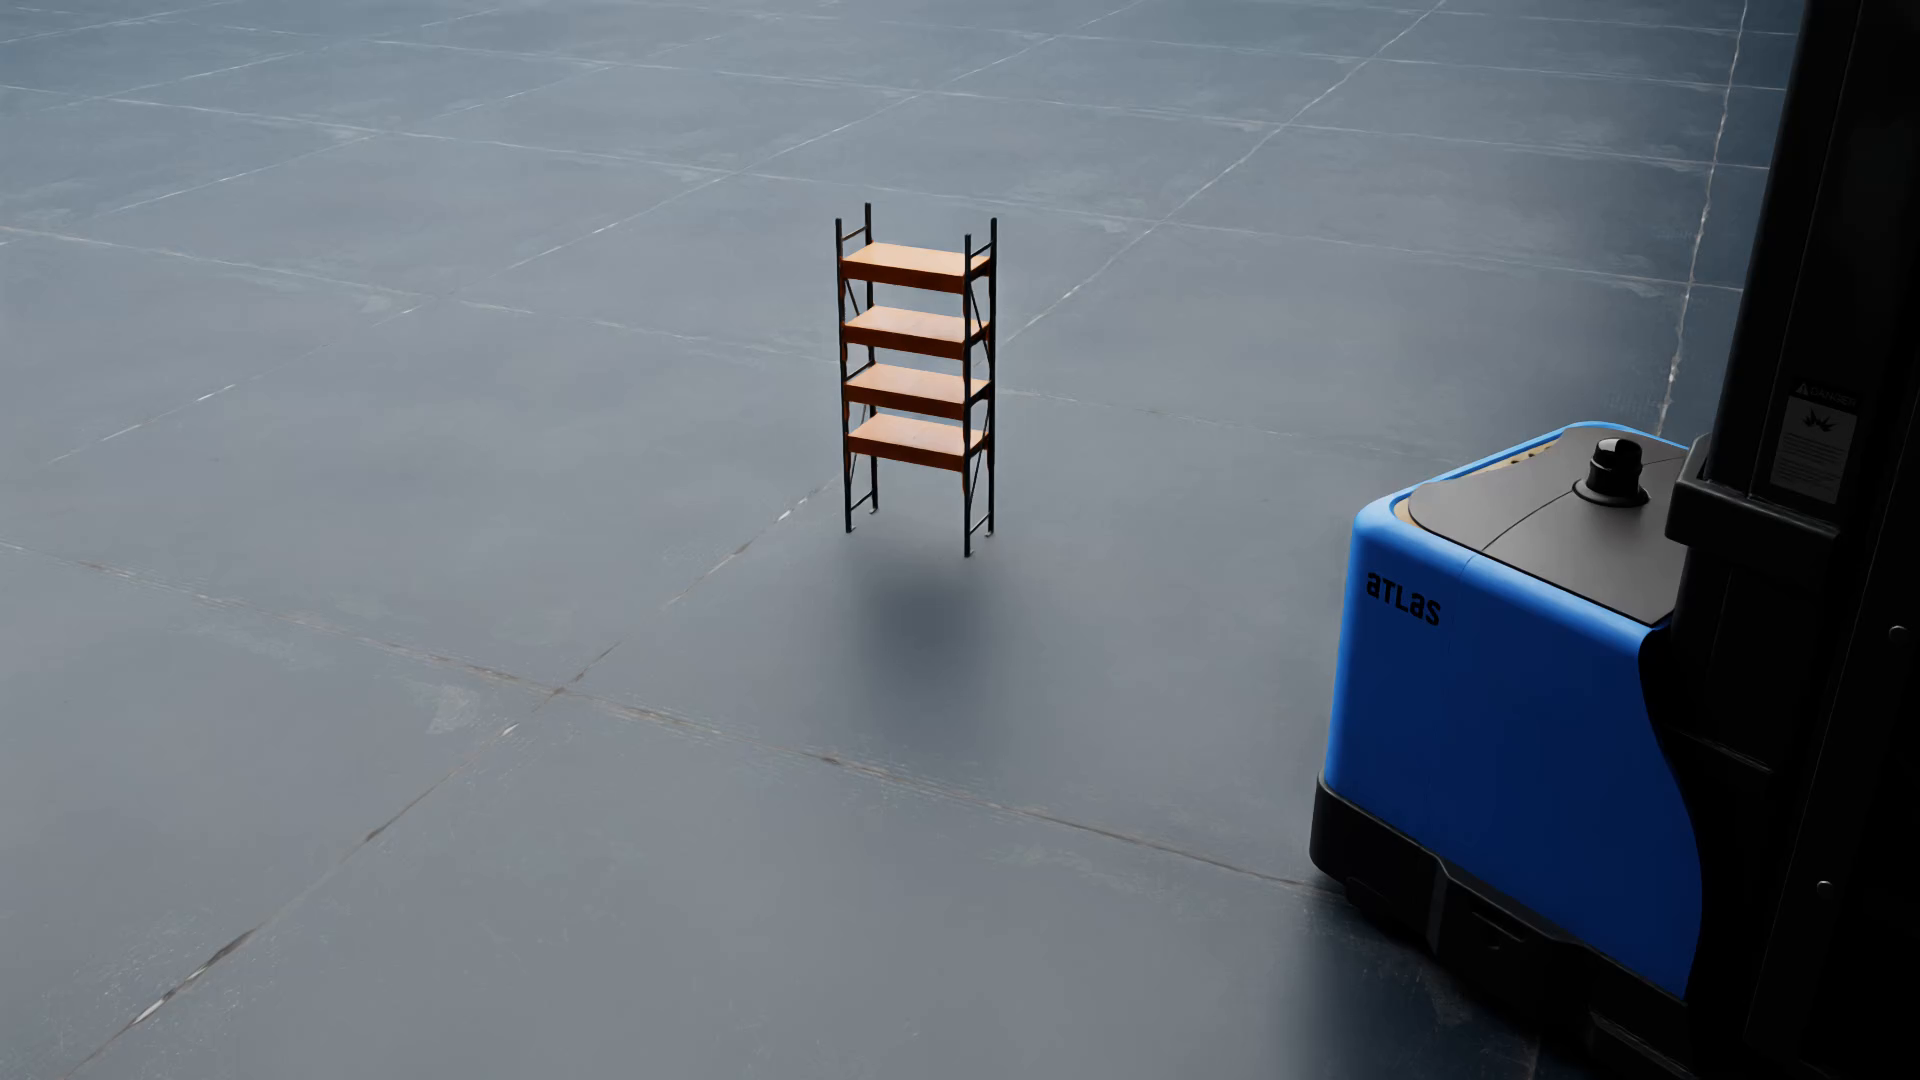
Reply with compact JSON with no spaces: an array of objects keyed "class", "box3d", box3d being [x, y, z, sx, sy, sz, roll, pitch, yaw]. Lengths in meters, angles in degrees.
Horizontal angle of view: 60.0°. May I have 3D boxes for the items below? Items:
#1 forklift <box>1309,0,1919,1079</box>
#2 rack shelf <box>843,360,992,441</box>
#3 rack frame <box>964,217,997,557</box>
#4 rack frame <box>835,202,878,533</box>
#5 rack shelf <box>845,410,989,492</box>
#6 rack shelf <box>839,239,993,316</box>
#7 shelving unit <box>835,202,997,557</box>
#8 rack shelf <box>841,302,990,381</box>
[{"class":"forklift","box3d":[2.208,-0.042,2.954,1.130,2.935,3.031,-19,32,-33]},{"class":"rack shelf","box3d":[-0.151,-0.508,6.013,0.480,0.148,0.258,11,28,22]},{"class":"rack frame","box3d":[0.071,-0.524,5.893,0.015,1.200,0.240,11,28,22]},{"class":"rack frame","box3d":[-0.373,-0.613,6.074,0.015,1.200,0.240,11,28,22]},{"class":"rack shelf","box3d":[-0.151,-0.330,6.101,0.480,0.148,0.258,11,28,22]},{"class":"rack shelf","box3d":[-0.151,-0.921,5.810,0.480,0.148,0.258,11,28,22]},{"class":"shelving unit","box3d":[-0.151,-0.569,5.984,0.503,1.200,0.258,11,28,22]},{"class":"rack shelf","box3d":[-0.151,-0.709,5.914,0.480,0.148,0.258,11,28,22]}]
